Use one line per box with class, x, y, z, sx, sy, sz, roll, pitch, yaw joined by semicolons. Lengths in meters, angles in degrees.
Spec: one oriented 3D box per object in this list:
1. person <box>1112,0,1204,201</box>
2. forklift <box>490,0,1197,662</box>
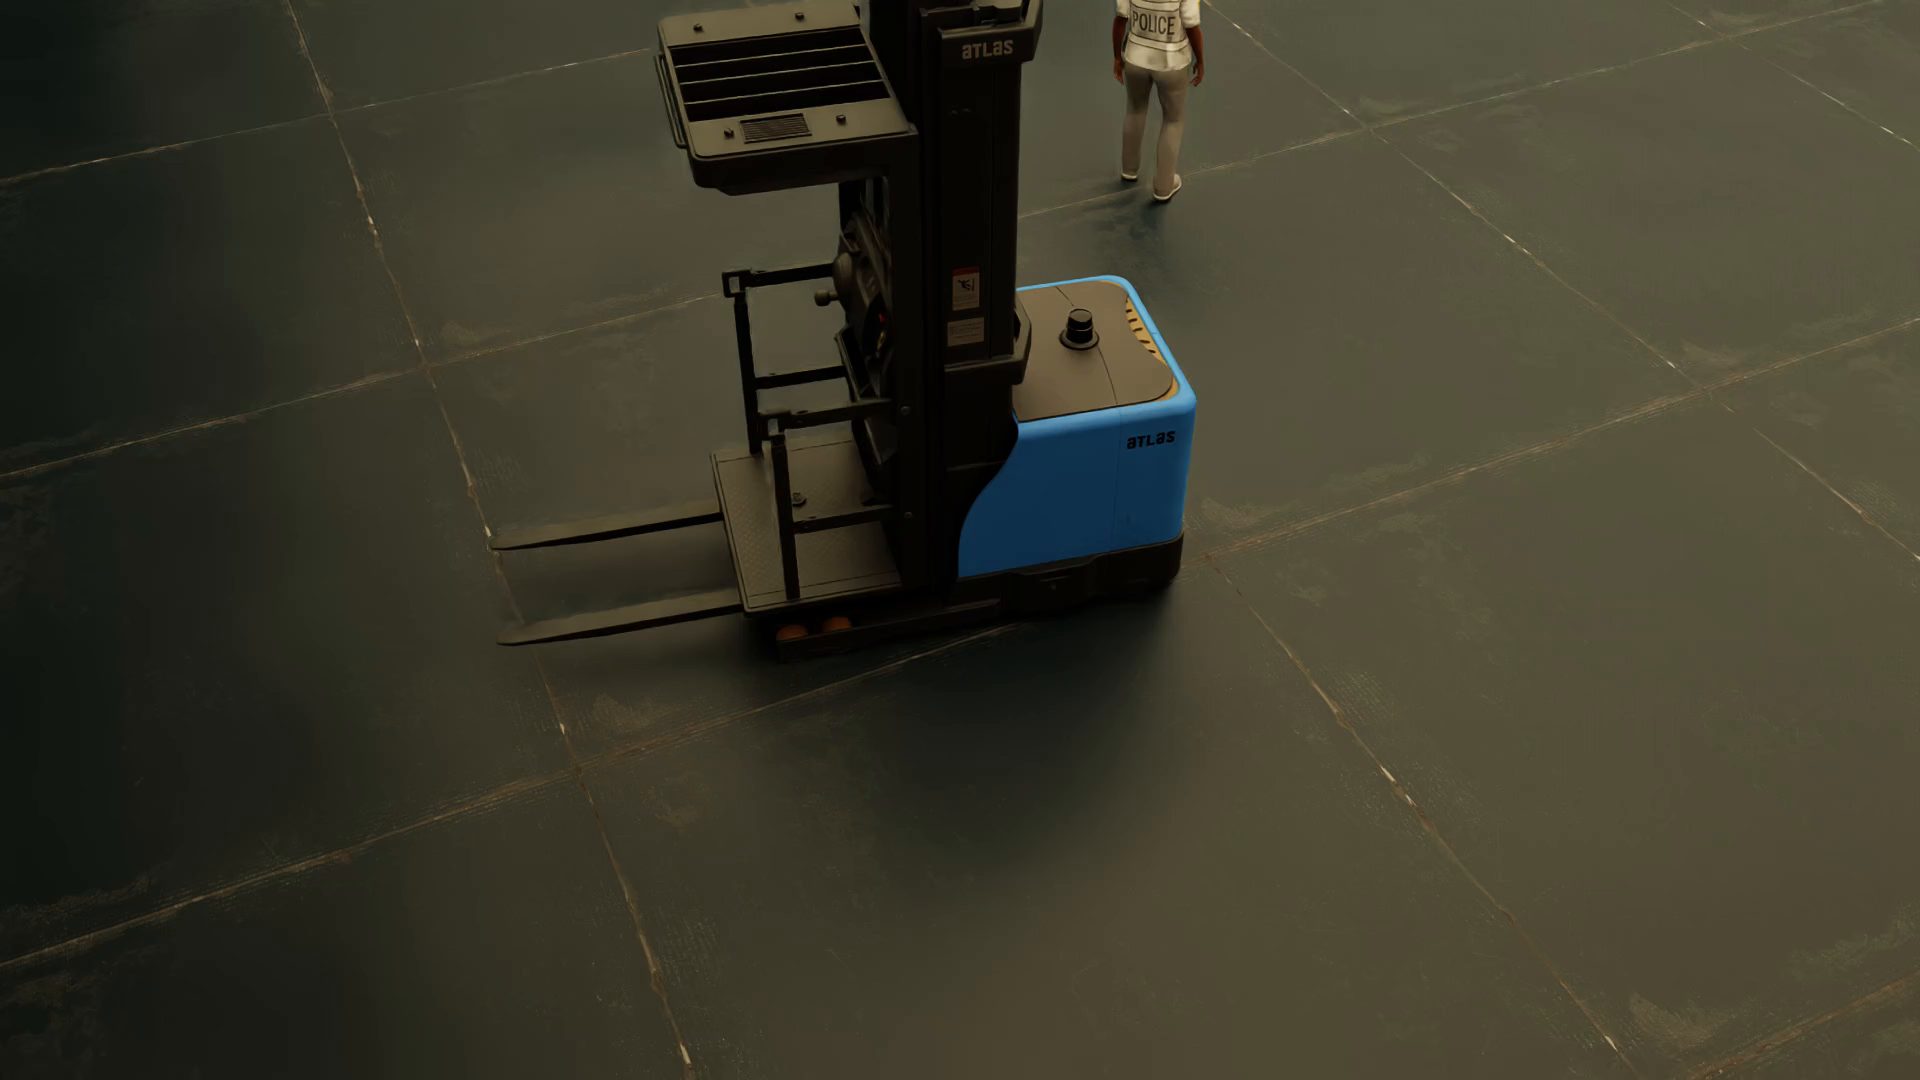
person;1.158;-2.778;9.601;0.530;1.716;0.470;17;46;18
forklift;-0.573;-0.942;6.689;3.031;2.935;1.130;-10;44;-10
